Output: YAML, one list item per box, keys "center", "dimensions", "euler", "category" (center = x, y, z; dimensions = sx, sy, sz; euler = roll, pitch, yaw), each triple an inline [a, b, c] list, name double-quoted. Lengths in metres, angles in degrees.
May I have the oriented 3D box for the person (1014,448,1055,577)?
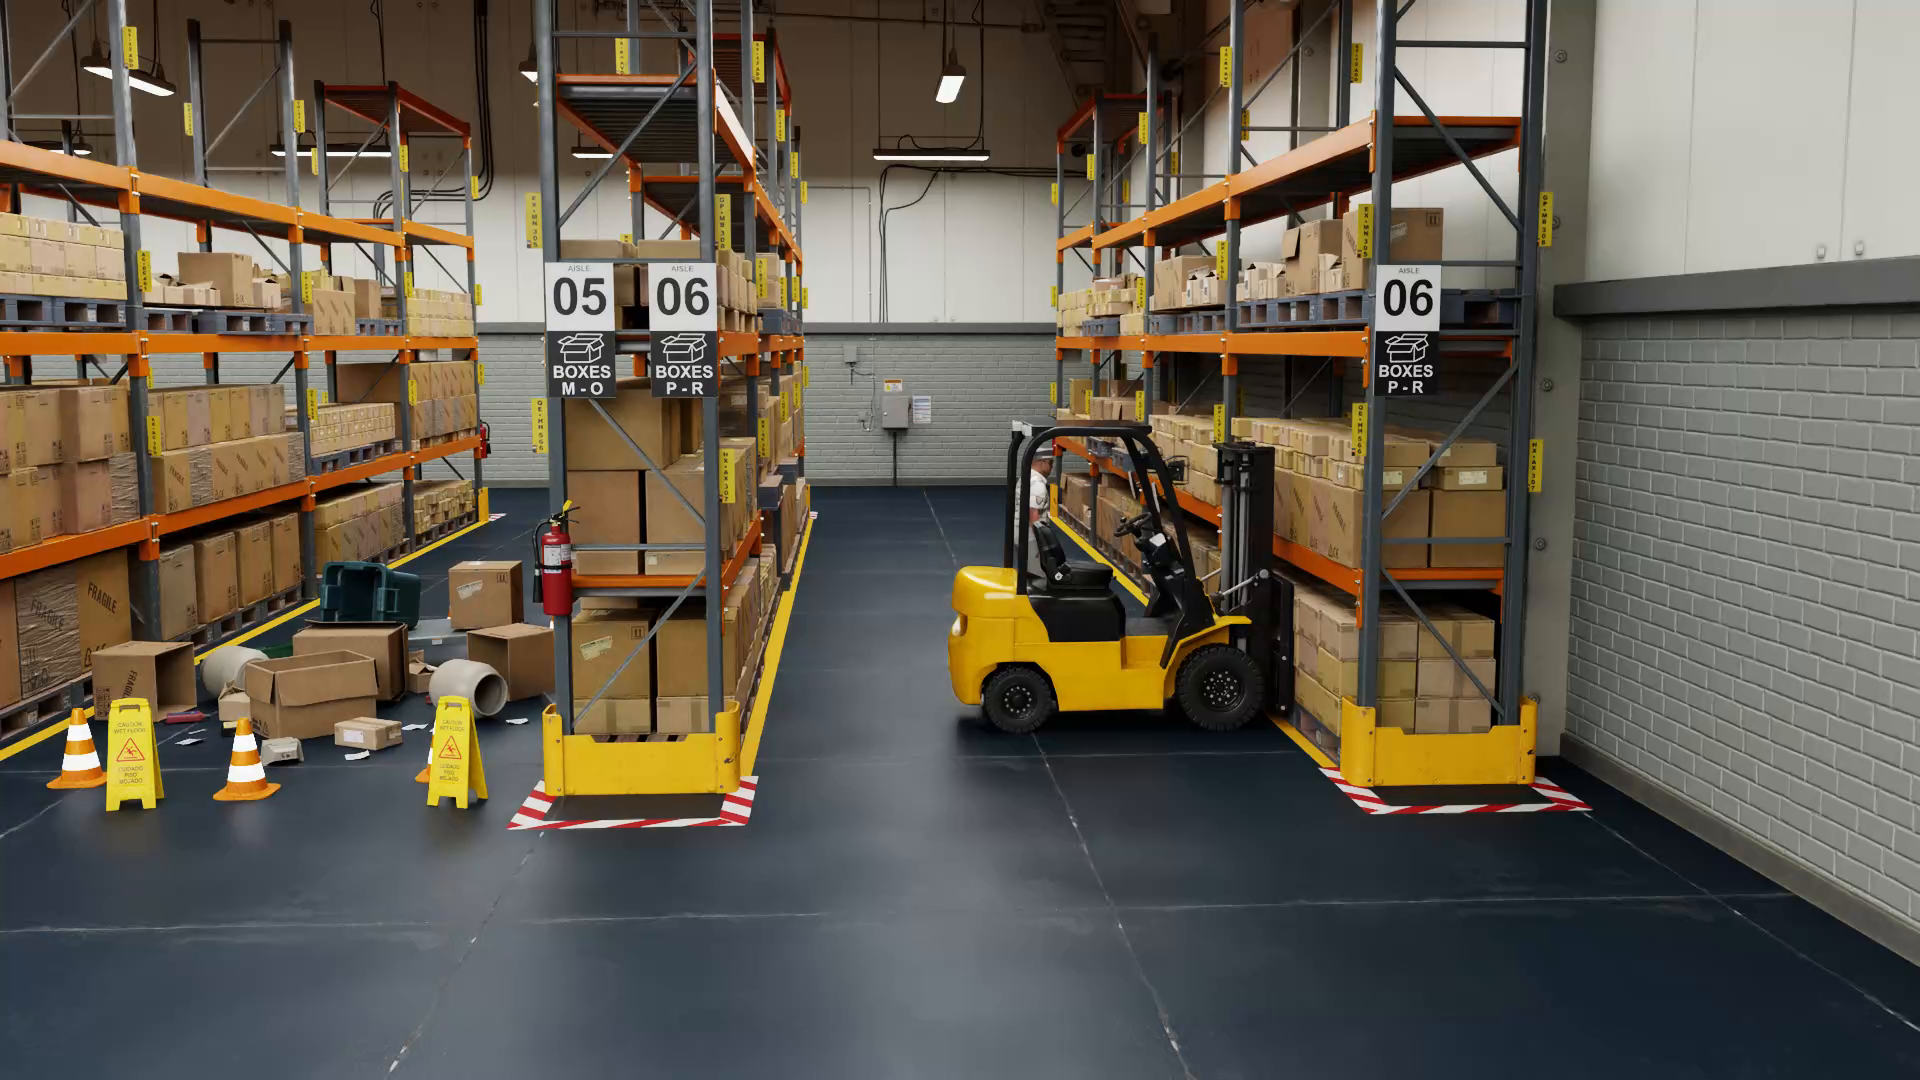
- center: [0.687, 0.005, 15.668]
  dimensions: [0.437, 1.747, 0.604]
  euler: [-1, 7, -7]
  category: "person"
